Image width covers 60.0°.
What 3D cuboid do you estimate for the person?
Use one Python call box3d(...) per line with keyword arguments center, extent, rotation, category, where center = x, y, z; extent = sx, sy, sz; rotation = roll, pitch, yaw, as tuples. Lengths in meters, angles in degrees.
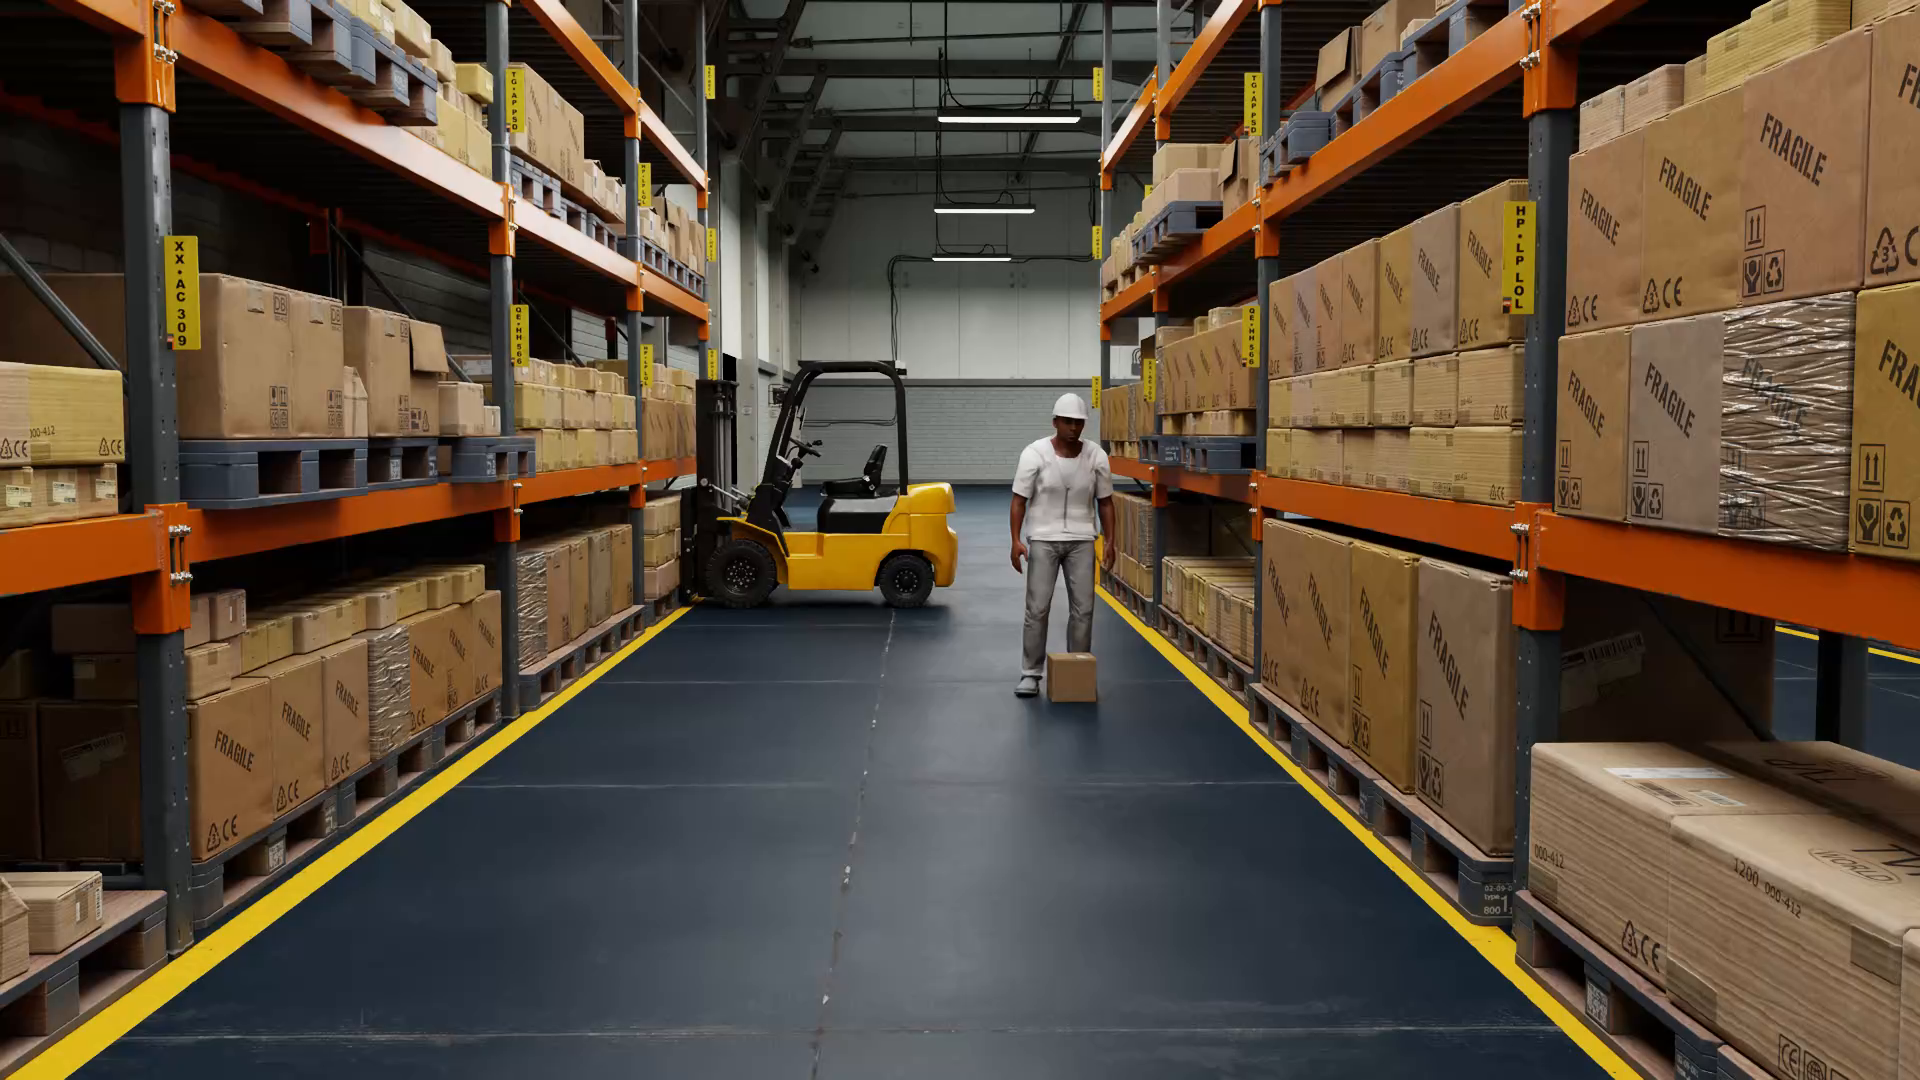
box3d(center=(0.607, 0.023, 9.746), extent=(0.634, 1.760, 0.459), rotation=(0, 4, -6), category="person")
